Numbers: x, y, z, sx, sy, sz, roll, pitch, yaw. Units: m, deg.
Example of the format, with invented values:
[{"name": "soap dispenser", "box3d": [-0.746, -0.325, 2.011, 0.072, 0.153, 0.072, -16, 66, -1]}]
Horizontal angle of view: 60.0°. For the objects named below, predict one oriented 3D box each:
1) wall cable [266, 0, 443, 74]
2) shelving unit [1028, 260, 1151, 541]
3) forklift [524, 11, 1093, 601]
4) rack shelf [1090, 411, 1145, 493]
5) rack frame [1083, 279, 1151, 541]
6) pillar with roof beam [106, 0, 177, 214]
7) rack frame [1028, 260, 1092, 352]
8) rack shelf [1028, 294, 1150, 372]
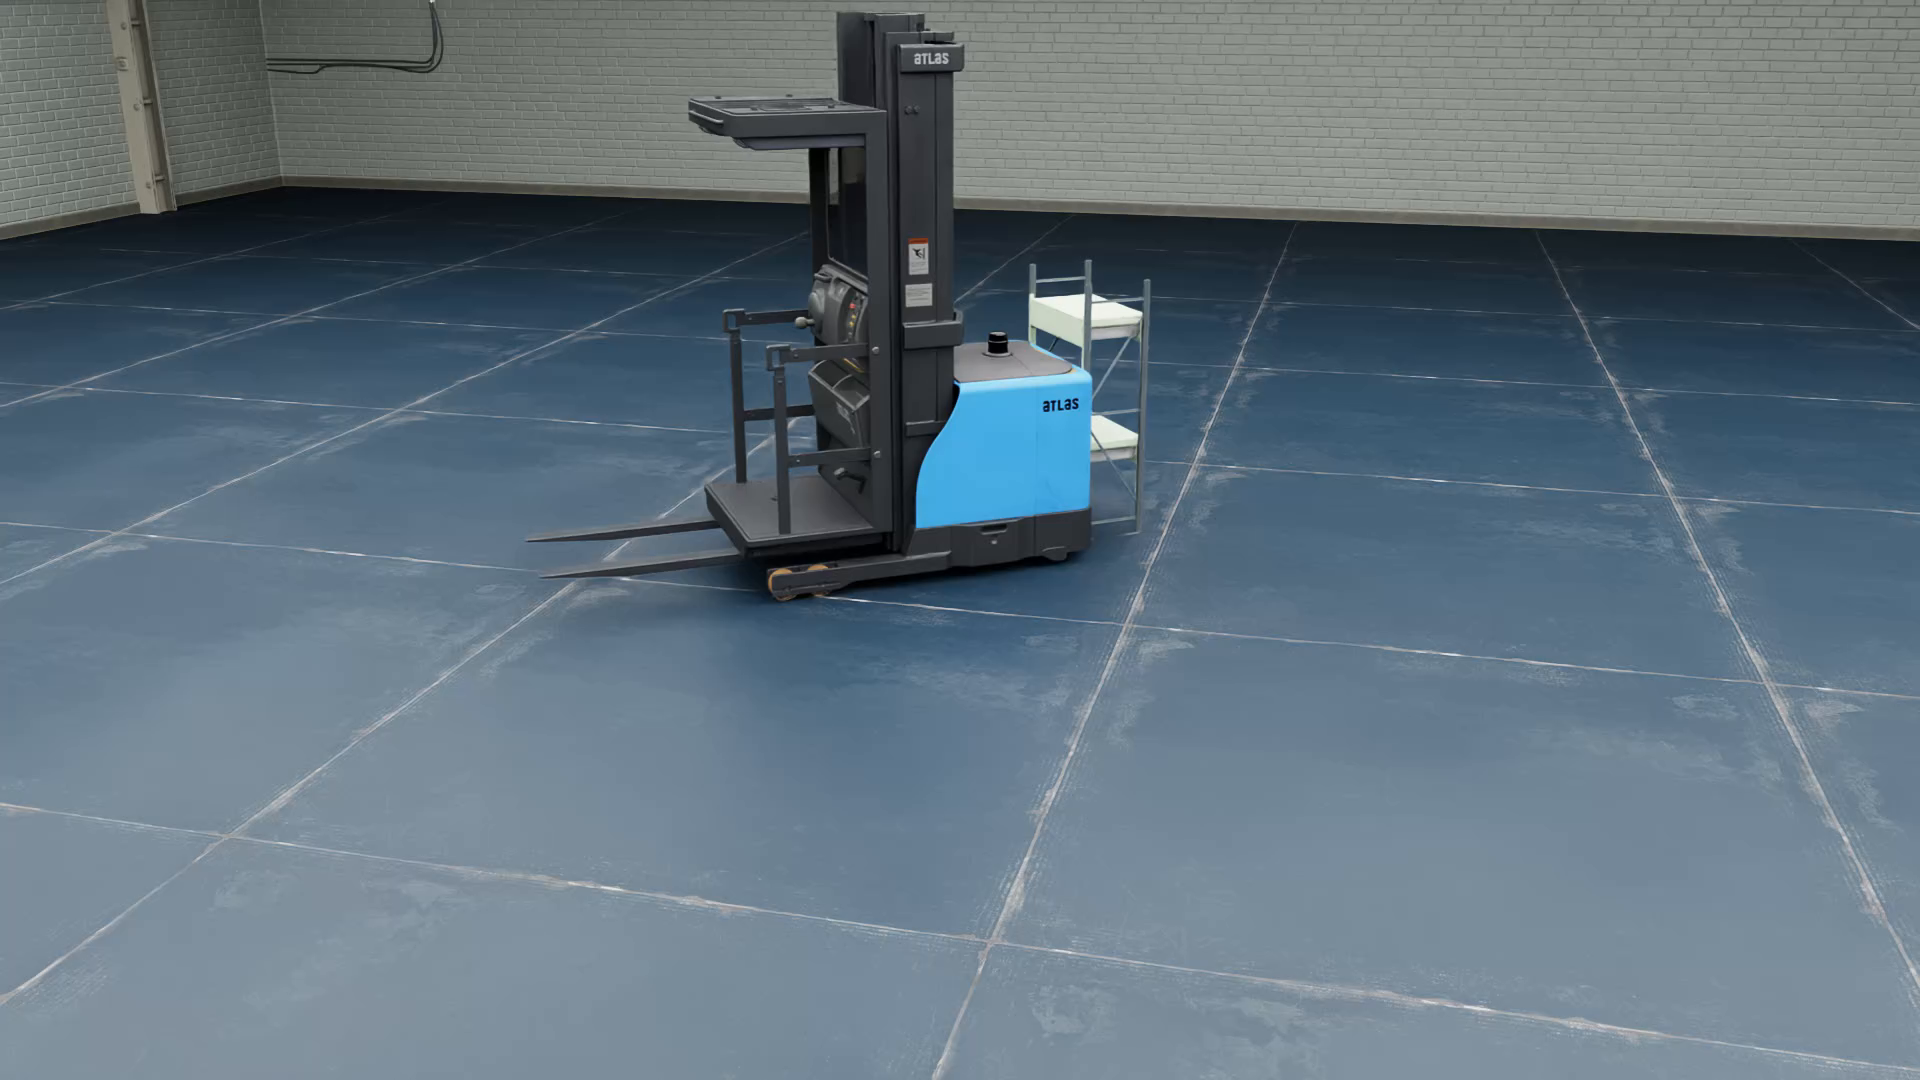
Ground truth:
[{"name": "wall cable", "box3d": [-9.078, -8.148, 24.424, 3.097, 2.526, 0.112, 5, 19, 13]}, {"name": "shelving unit", "box3d": [0.739, -0.834, 9.808, 0.431, 1.500, 0.755, -8, 20, -21]}, {"name": "forklift", "box3d": [-0.835, -1.259, 8.838, 3.031, 2.935, 1.130, -7, 20, -19]}, {"name": "rack shelf", "box3d": [0.739, -0.525, 9.914, 0.431, 0.370, 0.720, -8, 20, -21]}, {"name": "rack frame", "box3d": [0.879, -0.725, 9.488, 0.400, 1.500, 0.023, -8, 20, -21]}, {"name": "pillar with roof beam", "box3d": [-6.905, -8.458, 20.529, 9.100, 9.000, 0.400, 5, 19, 13]}, {"name": "rack frame", "box3d": [0.599, -0.943, 10.128, 0.400, 1.500, 0.023, -8, 20, -21]}, {"name": "rack shelf", "box3d": [0.739, -1.203, 9.682, 0.431, 0.370, 0.720, -8, 20, -21]}]
